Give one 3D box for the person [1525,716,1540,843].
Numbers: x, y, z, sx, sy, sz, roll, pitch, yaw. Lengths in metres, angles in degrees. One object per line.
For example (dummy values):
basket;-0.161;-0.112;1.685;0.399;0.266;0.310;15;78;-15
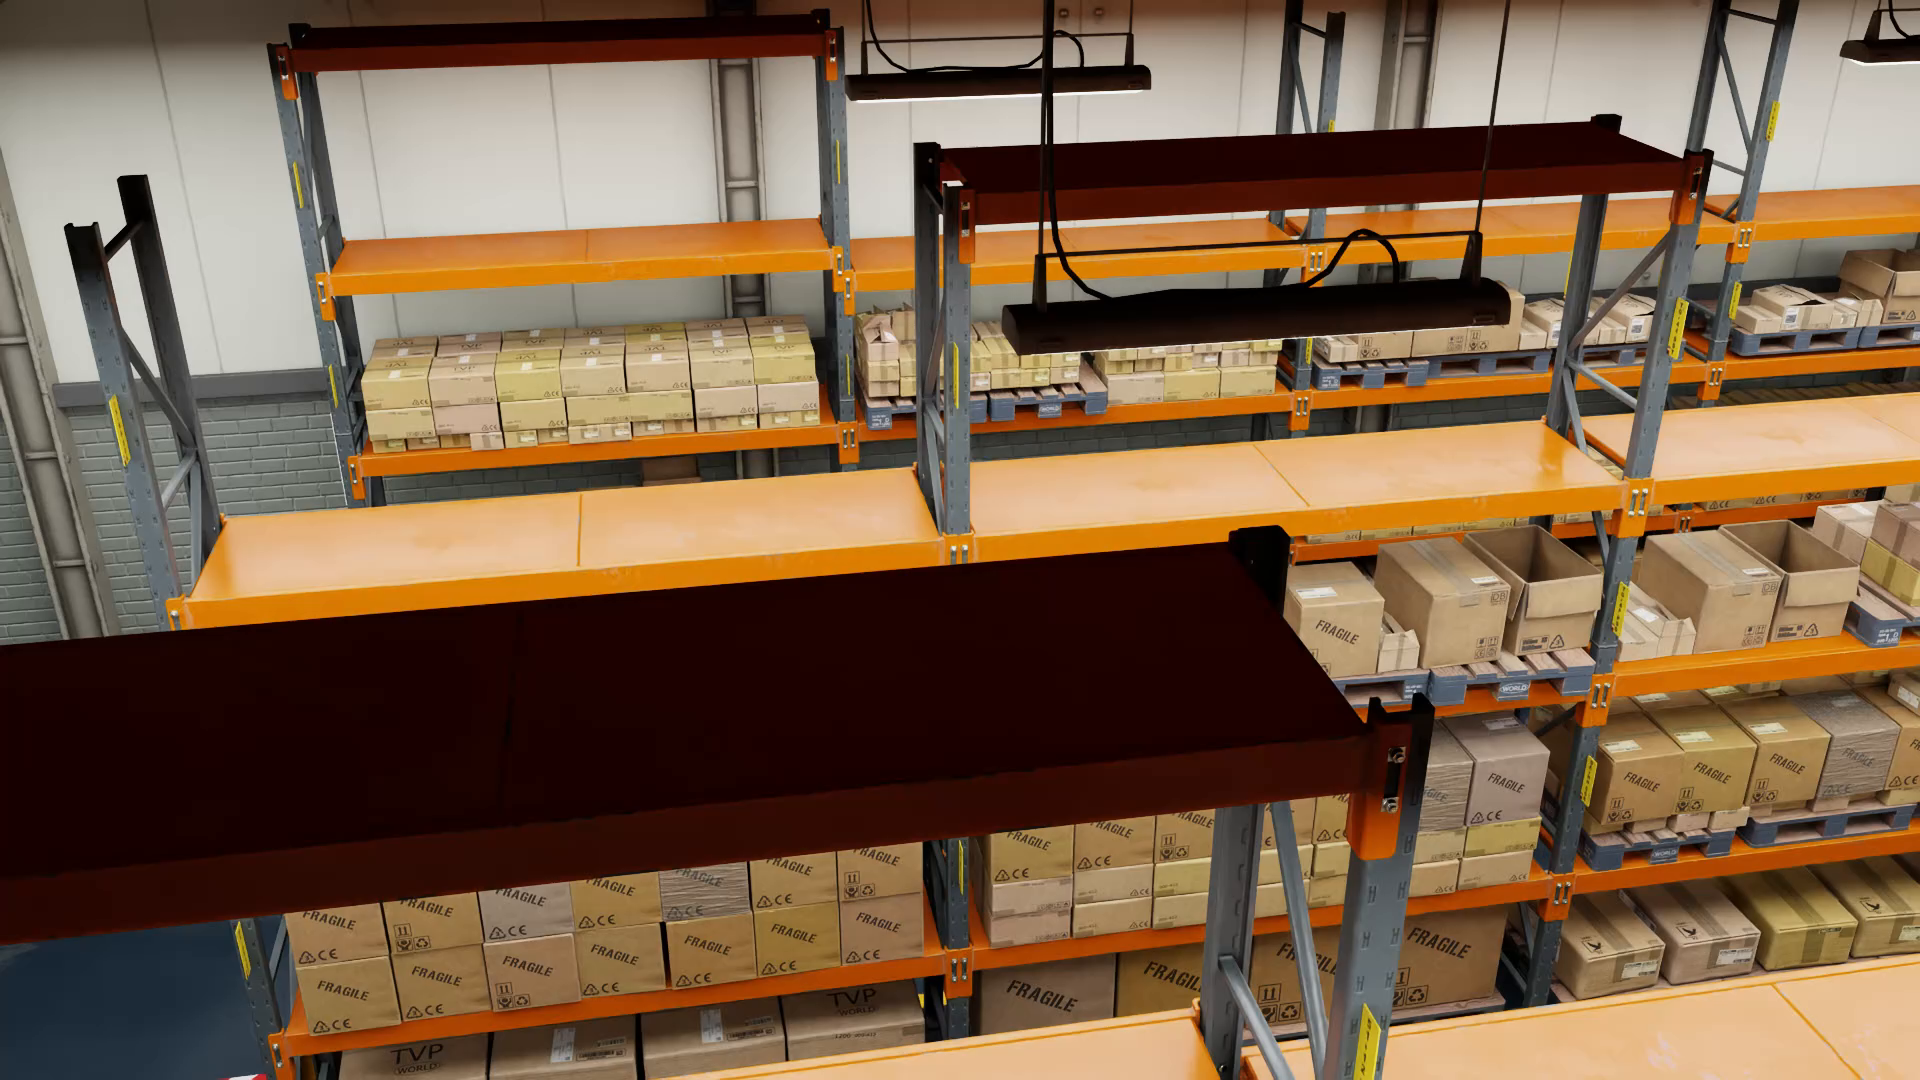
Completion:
person;4.718;1.525;13.141;0.543;1.822;0.591;-7;27;-14
